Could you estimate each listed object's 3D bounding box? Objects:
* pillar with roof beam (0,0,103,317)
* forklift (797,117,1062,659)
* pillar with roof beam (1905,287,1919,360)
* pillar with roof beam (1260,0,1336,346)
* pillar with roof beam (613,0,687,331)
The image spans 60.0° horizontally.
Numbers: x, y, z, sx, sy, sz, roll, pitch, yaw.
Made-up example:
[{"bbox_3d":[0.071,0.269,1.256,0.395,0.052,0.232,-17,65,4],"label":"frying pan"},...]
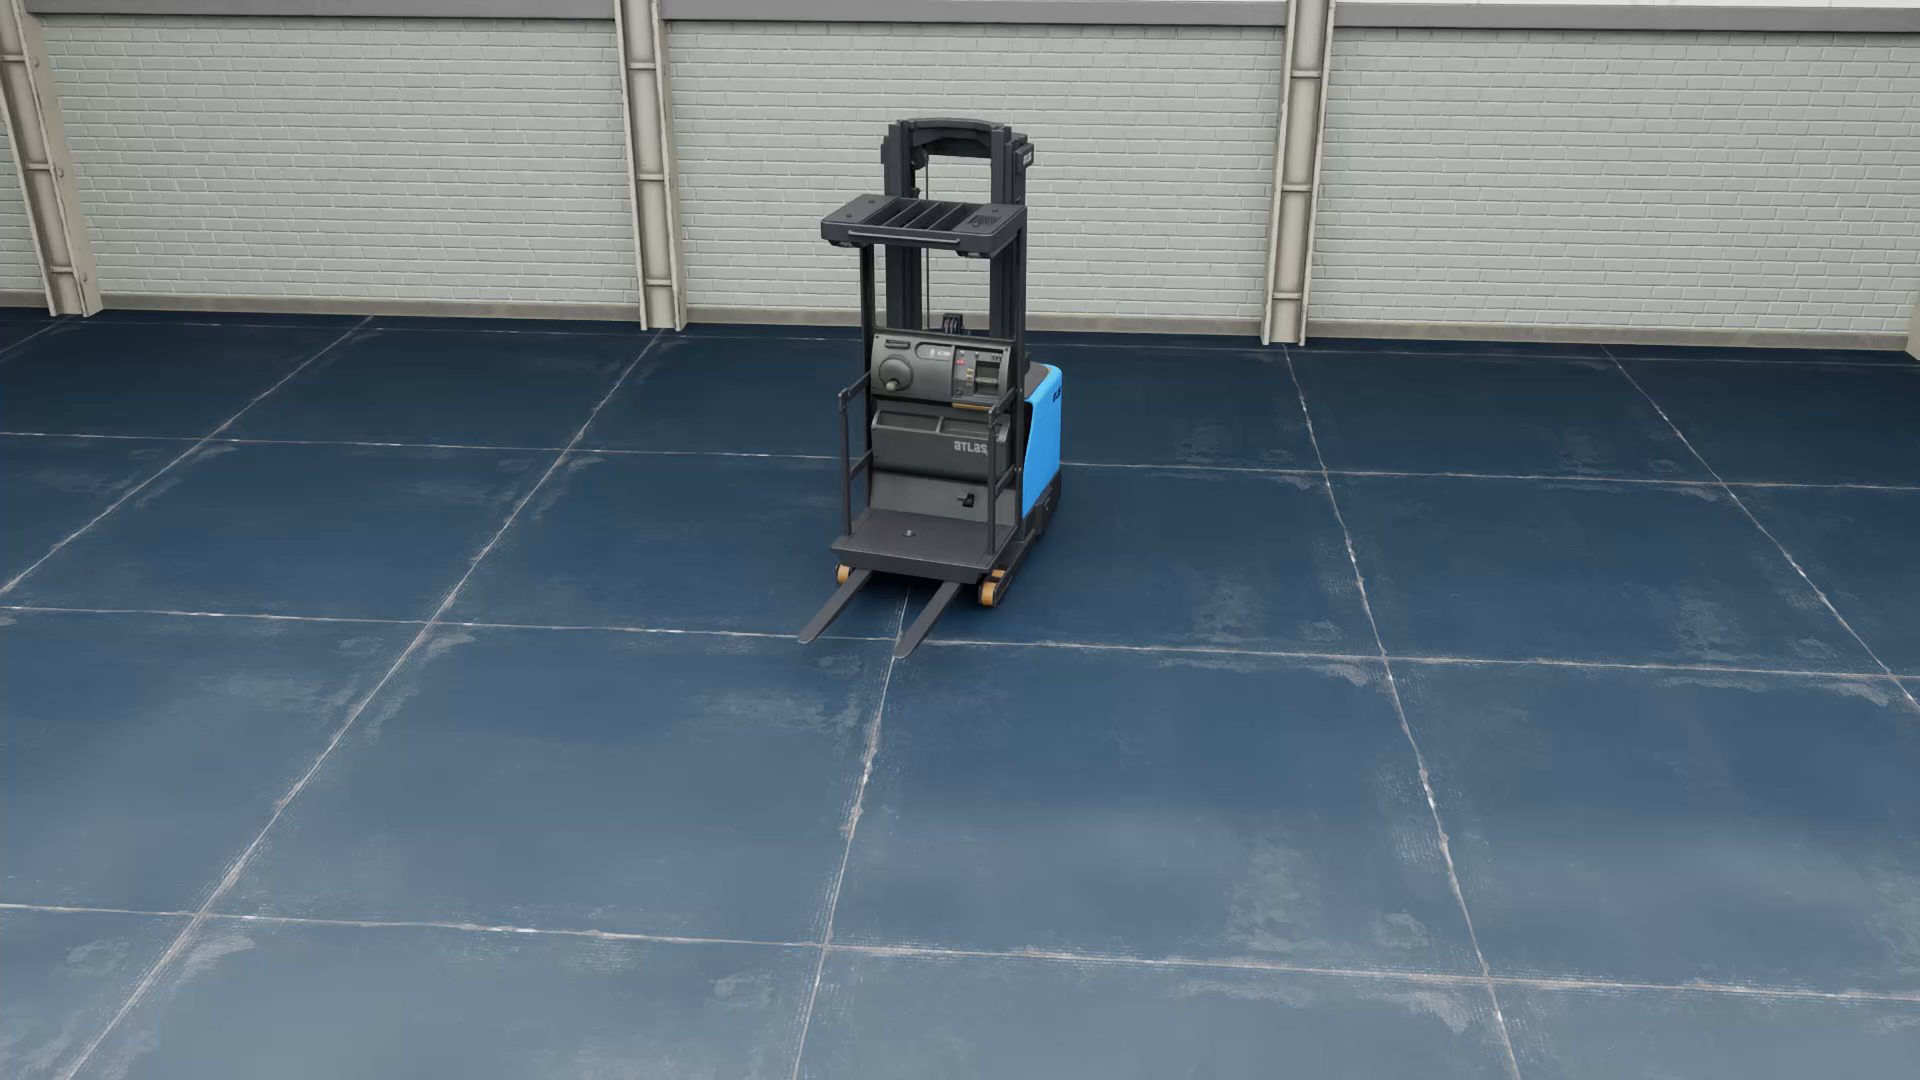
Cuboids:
[{"bbox_3d":[-9.212,-4.591,10.961,0.400,9.000,9.100,2,25,4],"label":"pillar with roof beam"},{"bbox_3d":[-0.191,-1.082,10.595,1.130,2.935,3.031,8,26,16],"label":"forklift"},{"bbox_3d":[8.735,-4.015,9.709,0.400,9.000,9.100,2,25,4],"label":"pillar with roof beam"},{"bbox_3d":[2.753,-4.207,10.127,0.400,9.000,9.100,2,25,4],"label":"pillar with roof beam"},{"bbox_3d":[-3.229,-4.399,10.544,0.400,9.000,9.100,2,25,4],"label":"pillar with roof beam"}]
